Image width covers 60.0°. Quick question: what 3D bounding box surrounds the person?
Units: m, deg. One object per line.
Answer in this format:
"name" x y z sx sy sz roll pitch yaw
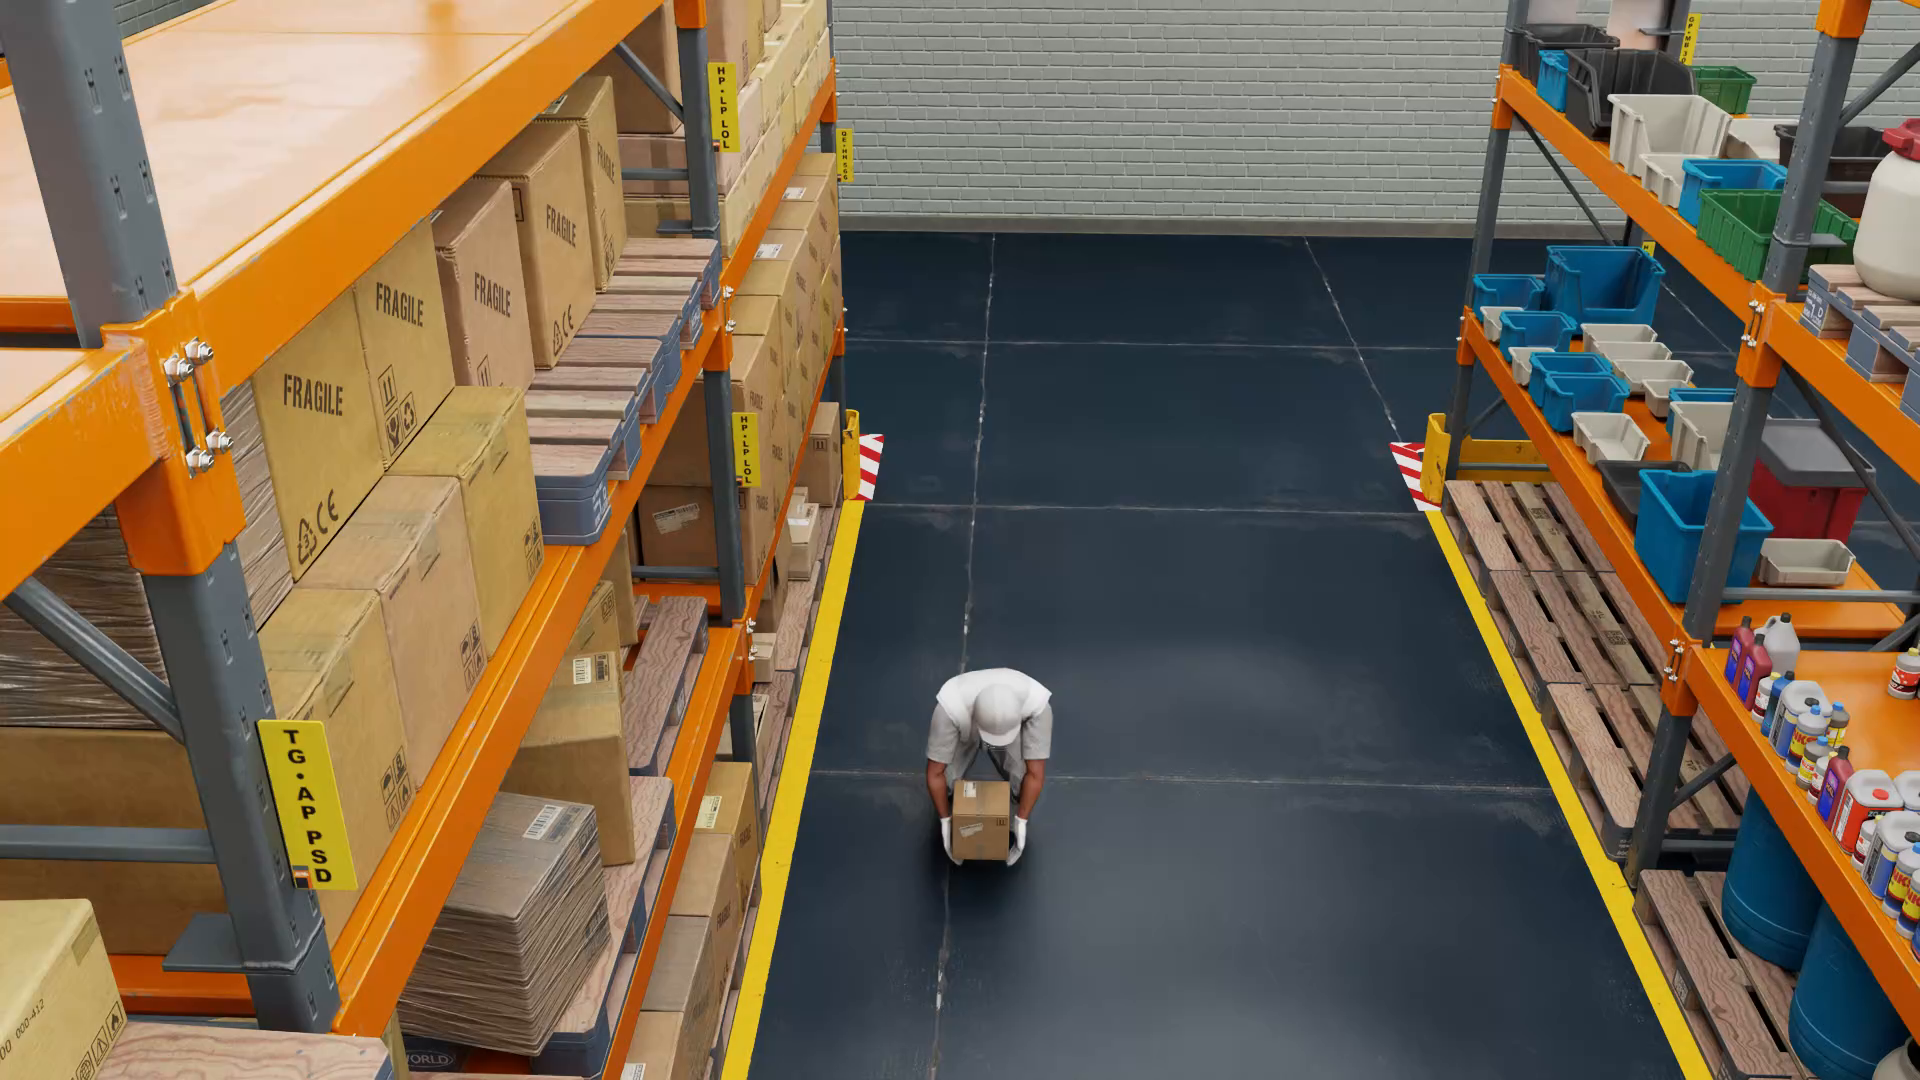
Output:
"person" 0.132 0.946 7.658 0.576 0.991 0.903 1 28 2
